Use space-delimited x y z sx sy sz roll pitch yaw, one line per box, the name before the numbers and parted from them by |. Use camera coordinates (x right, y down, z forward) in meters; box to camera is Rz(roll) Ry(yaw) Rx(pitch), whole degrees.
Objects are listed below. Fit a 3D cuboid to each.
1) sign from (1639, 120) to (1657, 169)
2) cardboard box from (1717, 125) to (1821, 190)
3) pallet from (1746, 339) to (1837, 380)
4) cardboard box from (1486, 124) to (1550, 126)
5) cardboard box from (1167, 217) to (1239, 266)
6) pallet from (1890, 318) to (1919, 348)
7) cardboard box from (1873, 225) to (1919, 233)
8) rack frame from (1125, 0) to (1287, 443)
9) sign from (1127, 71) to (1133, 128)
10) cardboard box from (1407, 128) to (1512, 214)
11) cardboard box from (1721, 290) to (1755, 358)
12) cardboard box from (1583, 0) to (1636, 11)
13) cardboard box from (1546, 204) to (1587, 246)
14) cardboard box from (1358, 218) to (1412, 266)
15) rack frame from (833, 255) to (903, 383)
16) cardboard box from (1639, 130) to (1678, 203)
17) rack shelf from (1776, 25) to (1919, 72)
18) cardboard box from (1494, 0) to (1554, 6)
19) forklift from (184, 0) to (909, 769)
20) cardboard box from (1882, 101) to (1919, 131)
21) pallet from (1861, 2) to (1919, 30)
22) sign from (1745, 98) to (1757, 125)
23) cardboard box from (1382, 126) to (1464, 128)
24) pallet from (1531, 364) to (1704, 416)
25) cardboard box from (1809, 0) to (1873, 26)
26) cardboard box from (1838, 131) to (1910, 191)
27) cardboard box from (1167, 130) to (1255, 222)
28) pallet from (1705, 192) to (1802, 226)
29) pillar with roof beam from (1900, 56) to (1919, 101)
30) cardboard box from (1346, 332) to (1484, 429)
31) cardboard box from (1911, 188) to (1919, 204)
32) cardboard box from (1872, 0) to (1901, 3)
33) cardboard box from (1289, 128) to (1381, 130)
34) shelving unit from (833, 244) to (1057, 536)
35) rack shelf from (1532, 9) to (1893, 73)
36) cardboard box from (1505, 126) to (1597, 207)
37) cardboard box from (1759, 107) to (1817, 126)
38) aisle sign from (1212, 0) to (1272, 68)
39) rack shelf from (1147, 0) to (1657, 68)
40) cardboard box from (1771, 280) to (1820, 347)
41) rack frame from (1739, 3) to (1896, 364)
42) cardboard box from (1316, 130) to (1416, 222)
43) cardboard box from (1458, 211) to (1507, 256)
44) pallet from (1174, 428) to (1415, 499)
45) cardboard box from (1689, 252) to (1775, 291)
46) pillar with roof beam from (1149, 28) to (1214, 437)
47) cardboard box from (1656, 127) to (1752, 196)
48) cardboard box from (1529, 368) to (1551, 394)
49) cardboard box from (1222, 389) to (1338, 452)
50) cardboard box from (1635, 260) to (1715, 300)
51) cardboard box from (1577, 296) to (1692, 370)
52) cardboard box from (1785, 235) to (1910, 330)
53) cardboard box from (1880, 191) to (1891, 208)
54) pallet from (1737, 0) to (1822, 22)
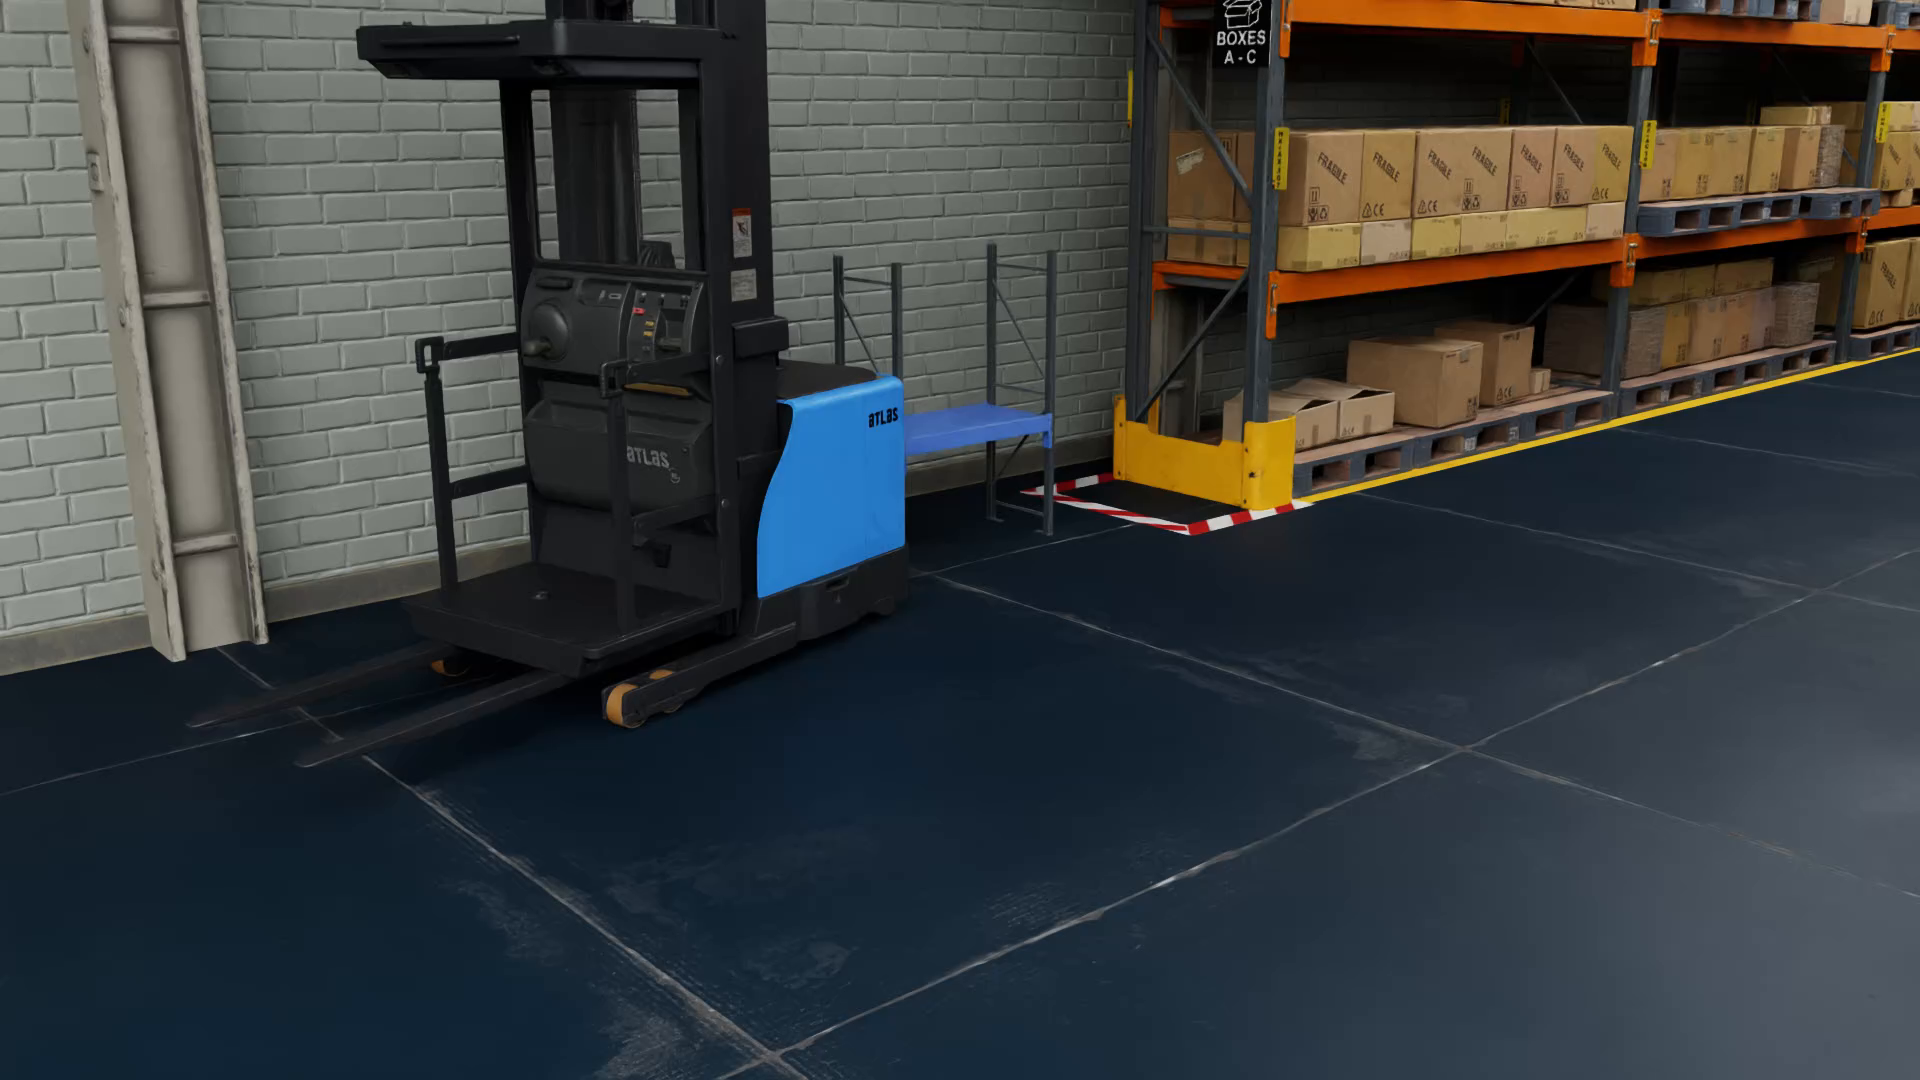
sign | 4.744 -2.730 11.479 0.005 0.325 0.100 -13 19 -39
cardboard box | 6.648 -3.173 13.769 0.700 0.500 0.500 14 20 42
pallet | 6.809 -1.614 14.383 1.213 0.211 1.003 -13 19 -39
cardboard box | 3.890 -2.676 11.755 0.500 0.500 0.500 -13 20 -41
cardboard box | 1.590 -1.792 9.899 0.500 0.250 0.500 -12 19 -39
pallet | 8.963 -2.071 16.093 1.213 0.211 1.003 -13 19 -39
cardboard box | 9.343 -2.649 16.205 0.750 0.750 0.750 -12 19 -38
rack frame | 1.364 -1.738 9.444 0.127 3.000 1.000 -13 19 -39
sign | 1.015 -2.562 9.671 0.005 0.325 0.100 -13 19 -39
cardboard box | 3.077 -2.318 10.413 0.500 0.500 0.500 -12 19 -38
cardboard box | 6.069 -1.812 13.711 0.500 0.500 0.700 -13 20 -40
cardboard box | 4.161 -3.789 11.077 0.500 0.500 0.500 -12 19 -38
cardboard box | 3.842 -2.131 11.167 0.500 0.250 0.500 -13 19 -39
cardboard box | 2.323 -1.787 9.879 0.500 0.250 0.500 -13 20 -41
rack frame | -0.448 -0.624 8.180 0.032 1.500 0.500 -13 19 -39
cardboard box | 4.788 -2.756 12.209 0.500 0.500 0.700 -13 19 -39
rack shelf | 8.908 -4.534 15.492 4.000 0.370 1.077 -13 19 -39
cardboard box | 3.380 -3.605 10.388 0.500 0.500 0.500 -14 20 -41
forklift | -1.477 -0.859 6.286 1.130 2.935 3.031 10 18 33
cardboard box | 8.316 -3.775 14.809 0.500 0.250 0.500 -13 20 -40
pallet | 7.850 -4.571 14.602 1.003 0.211 1.213 -12 19 -37
sign | 7.033 -3.760 14.771 0.005 0.325 0.100 -13 19 -39
cardboard box | 3.118 -2.506 11.118 0.500 0.500 0.500 -12 19 -38
pallet | 4.968 -1.201 12.836 1.213 0.211 1.003 -13 19 -39
cardboard box | 7.033 -4.335 13.486 0.500 0.311 0.500 -13 19 -39
cardboard box | 7.934 -3.327 14.586 0.500 0.500 0.500 -12 19 -38
cardboard box | 1.580 -2.159 9.818 0.500 0.500 0.500 -13 20 -40
pallet | 5.933 -2.657 13.257 1.213 0.211 1.003 -13 19 -39
pillar with roof beam | 13.203 -6.118 14.217 0.400 9.000 9.100 -13 19 -39
cardboard box | 2.962 -1.054 10.874 0.500 0.500 0.700 -14 21 -43
cardboard box | 8.550 -3.174 15.268 0.250 0.149 0.380 -12 19 -38
cardboard box | 7.721 -4.895 14.405 0.700 0.500 0.500 14 21 43
cardboard box | 2.354 -2.331 10.461 0.500 0.500 0.500 -13 20 -41
shelving unit | -0.064 -0.710 8.502 1.048 1.500 0.538 -13 19 -39
rack shelf | 5.891 -3.856 12.955 4.000 0.370 1.077 -13 19 -39
cardboard box | 3.855 -2.489 11.055 0.500 0.500 0.500 -13 20 -40
cardboard box | 6.926 -3.546 13.909 0.380 0.149 0.250 12 19 38
aisle sign | 1.507 -2.923 8.845 0.004 0.787 0.394 -13 19 -39
rack shelf | 2.873 -3.179 10.419 4.000 0.370 1.077 -13 19 -39
cardboard box | 6.890 -1.966 14.289 0.500 0.500 0.700 -12 19 -39
rack frame | 7.399 -3.093 14.518 0.127 3.000 1.000 -13 19 -39
cardboard box | 2.301 -2.142 9.754 0.500 0.500 0.500 -13 19 -39
cardboard box | 3.094 -1.957 10.517 0.500 0.250 0.500 -12 19 -39
pallet | 2.058 -0.534 10.342 1.213 0.211 1.003 -13 19 -39
cardboard box | 6.419 -2.244 13.877 0.500 0.250 0.500 -12 19 -38
pillar with roof beam | 4.151 -4.085 6.607 0.400 9.000 9.100 -13 19 -39
cardboard box | 5.691 -2.967 12.999 0.500 0.500 0.700 -10 18 -32
cardboard box | 3.998 -1.163 11.929 0.380 0.166 0.250 13 20 40
cardboard box | 1.945 -0.751 10.108 0.500 0.311 0.500 13 20 41
cardboard box | 5.646 -2.075 13.244 0.500 0.250 0.500 -13 20 -41
cardboard box | 5.283 -1.646 13.090 0.500 0.500 0.700 -13 20 -40
cardboard box | 8.040 -2.357 15.112 0.750 0.750 0.750 -13 20 -40
cardboard box | 7.996 -3.033 14.741 0.250 0.149 0.380 -12 19 -39
pallet | 5.698 -4.034 12.592 1.003 0.211 1.213 -13 19 -39
